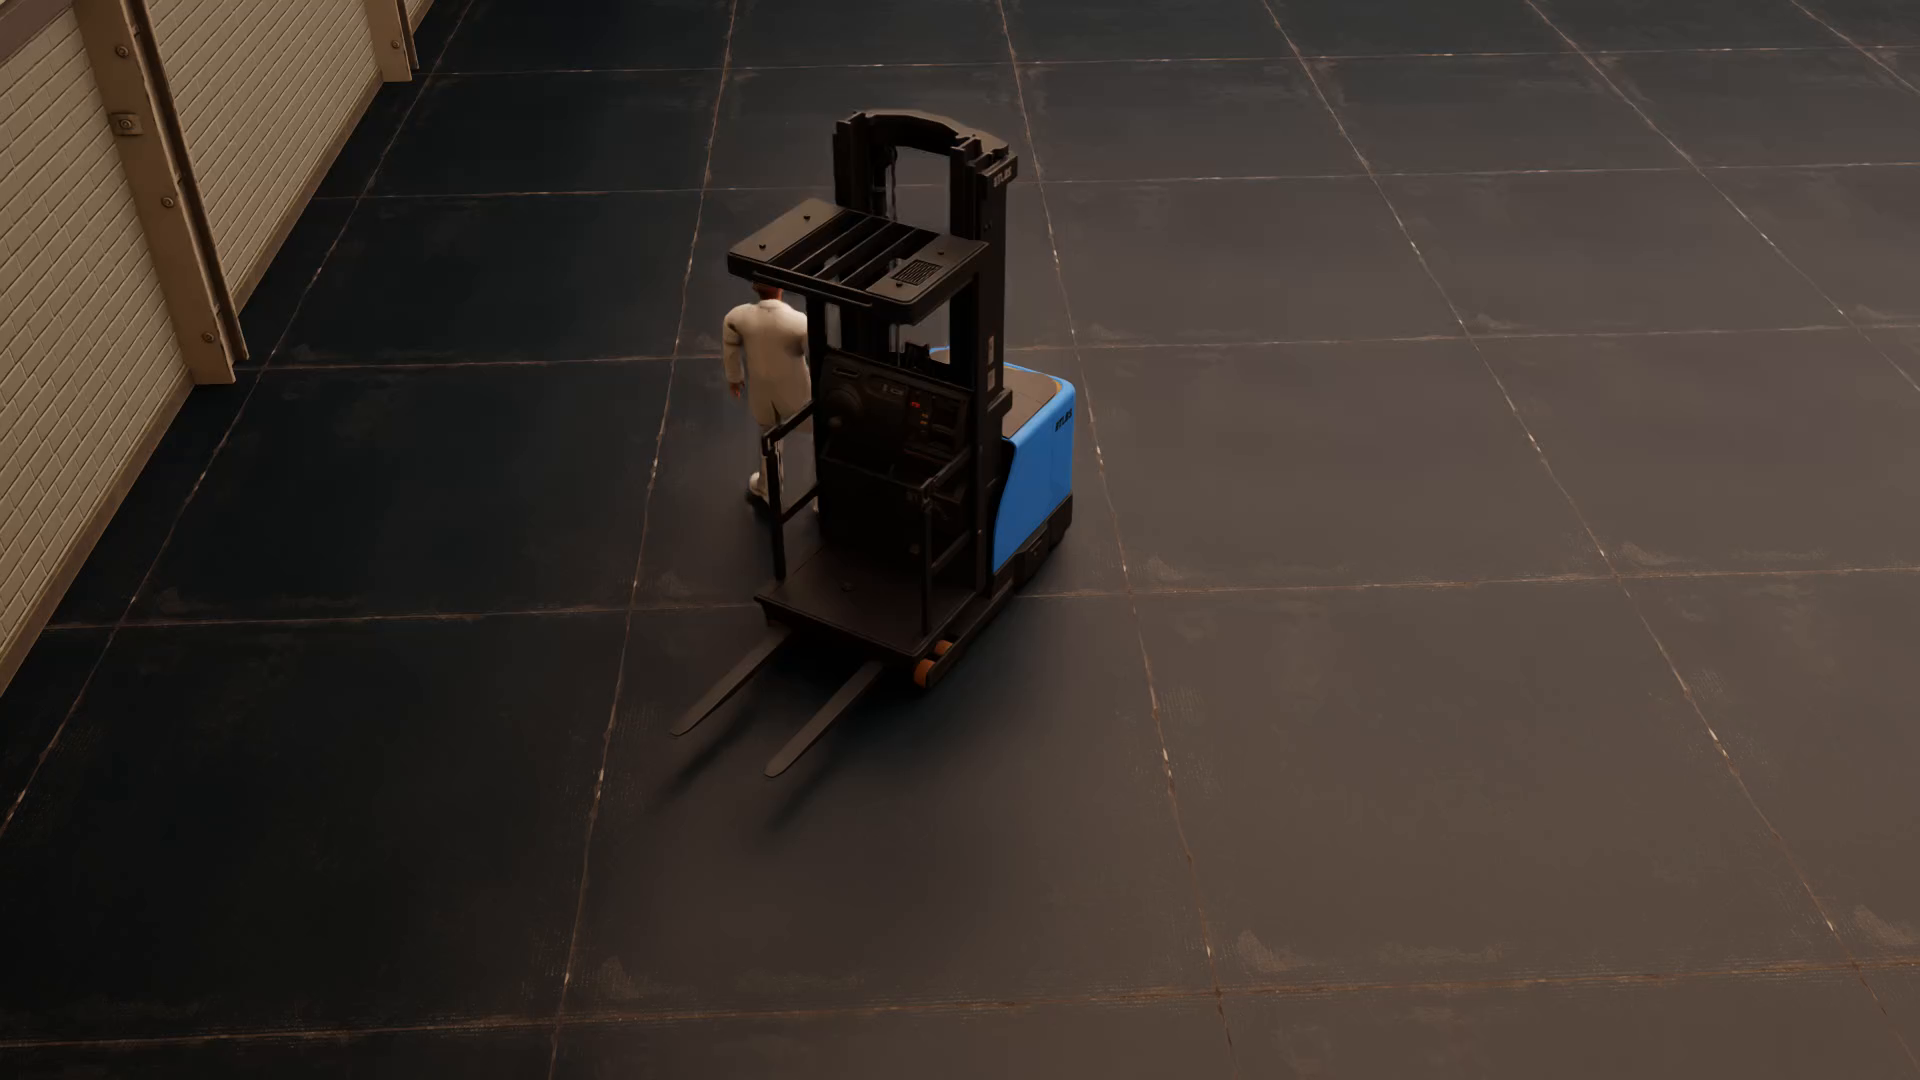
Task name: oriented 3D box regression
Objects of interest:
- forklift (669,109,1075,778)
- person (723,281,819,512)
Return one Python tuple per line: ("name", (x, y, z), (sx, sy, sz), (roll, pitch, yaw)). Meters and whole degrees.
("forklift", (-0.473, -0.661, 8.918), (1.130, 2.935, 3.031), (19, 40, 24))
("person", (-1.056, -0.945, 10.396), (0.861, 1.750, 0.474), (14, 38, 18))
